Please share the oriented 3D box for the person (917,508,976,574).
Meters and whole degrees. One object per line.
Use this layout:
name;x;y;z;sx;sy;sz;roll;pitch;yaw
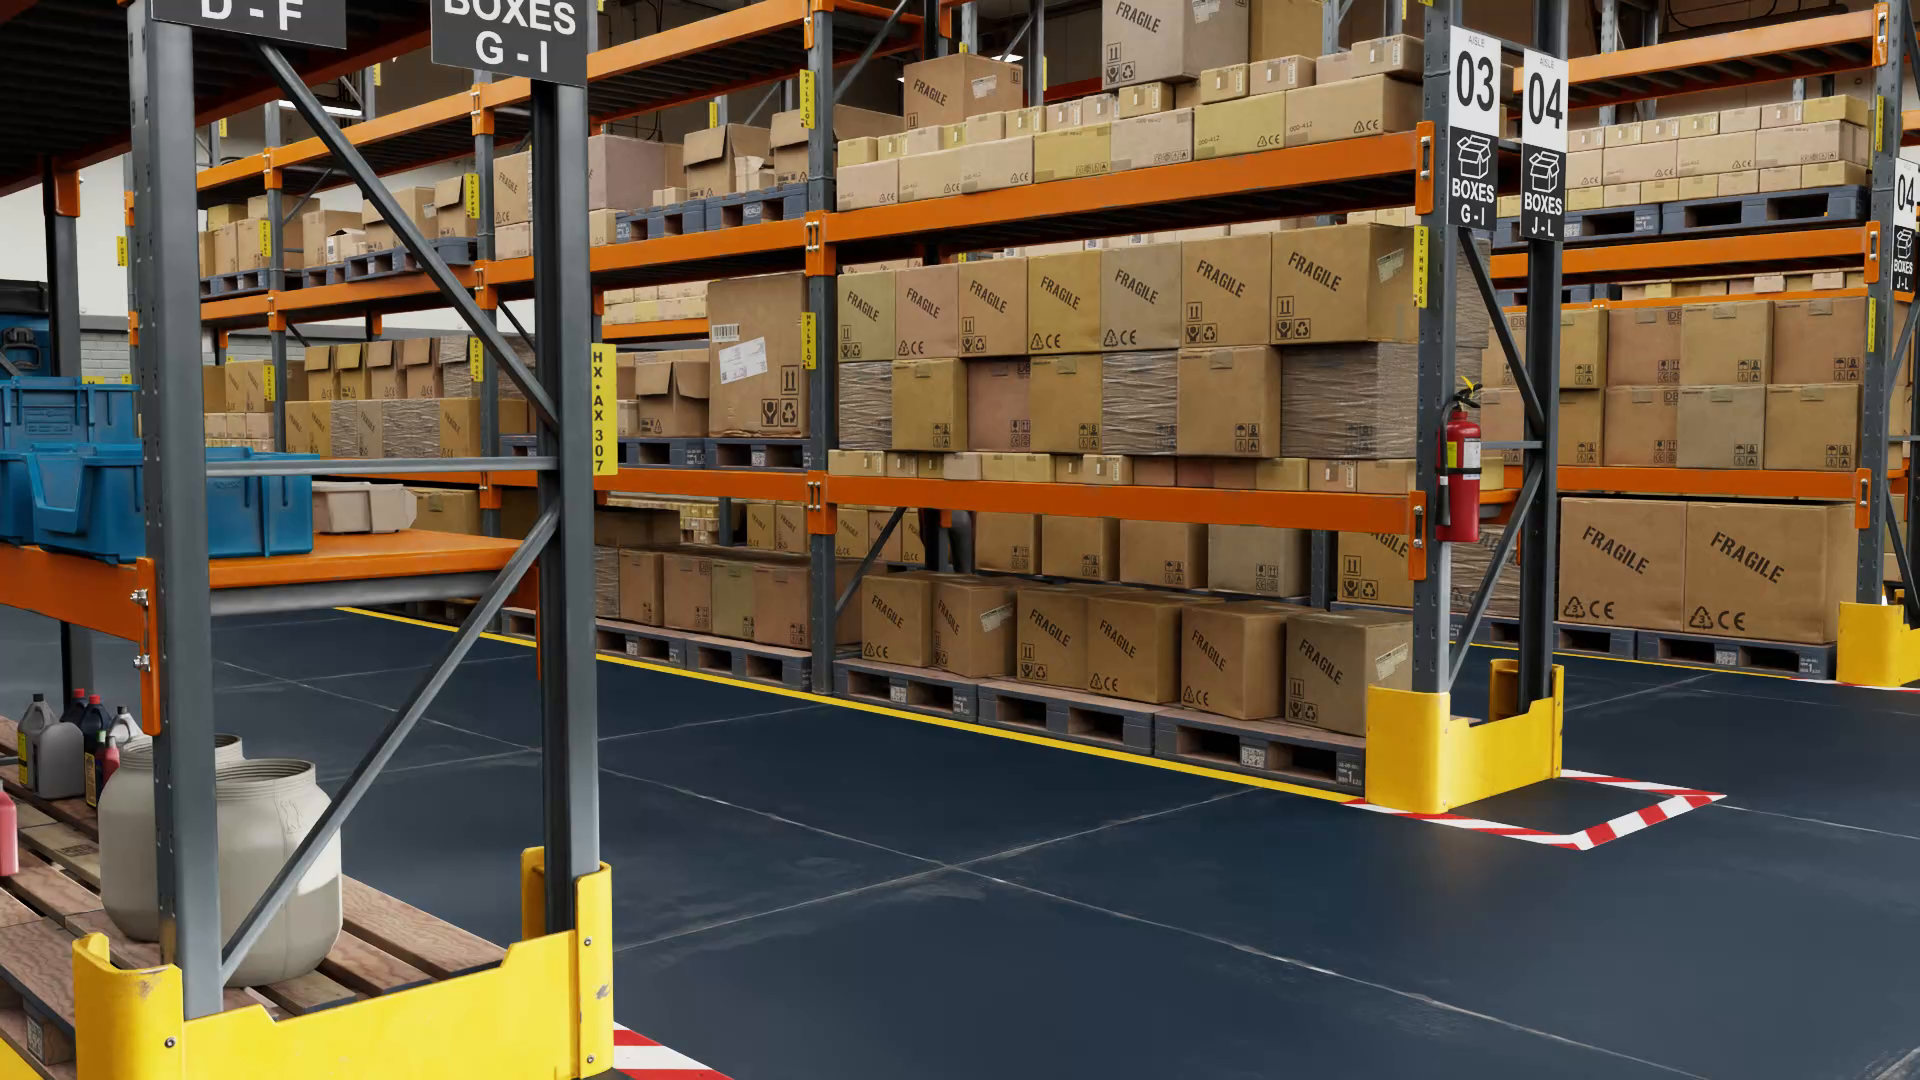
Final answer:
person;-0.088;-0.096;12.490;0.497;1.681;0.514;-1;4;-8
